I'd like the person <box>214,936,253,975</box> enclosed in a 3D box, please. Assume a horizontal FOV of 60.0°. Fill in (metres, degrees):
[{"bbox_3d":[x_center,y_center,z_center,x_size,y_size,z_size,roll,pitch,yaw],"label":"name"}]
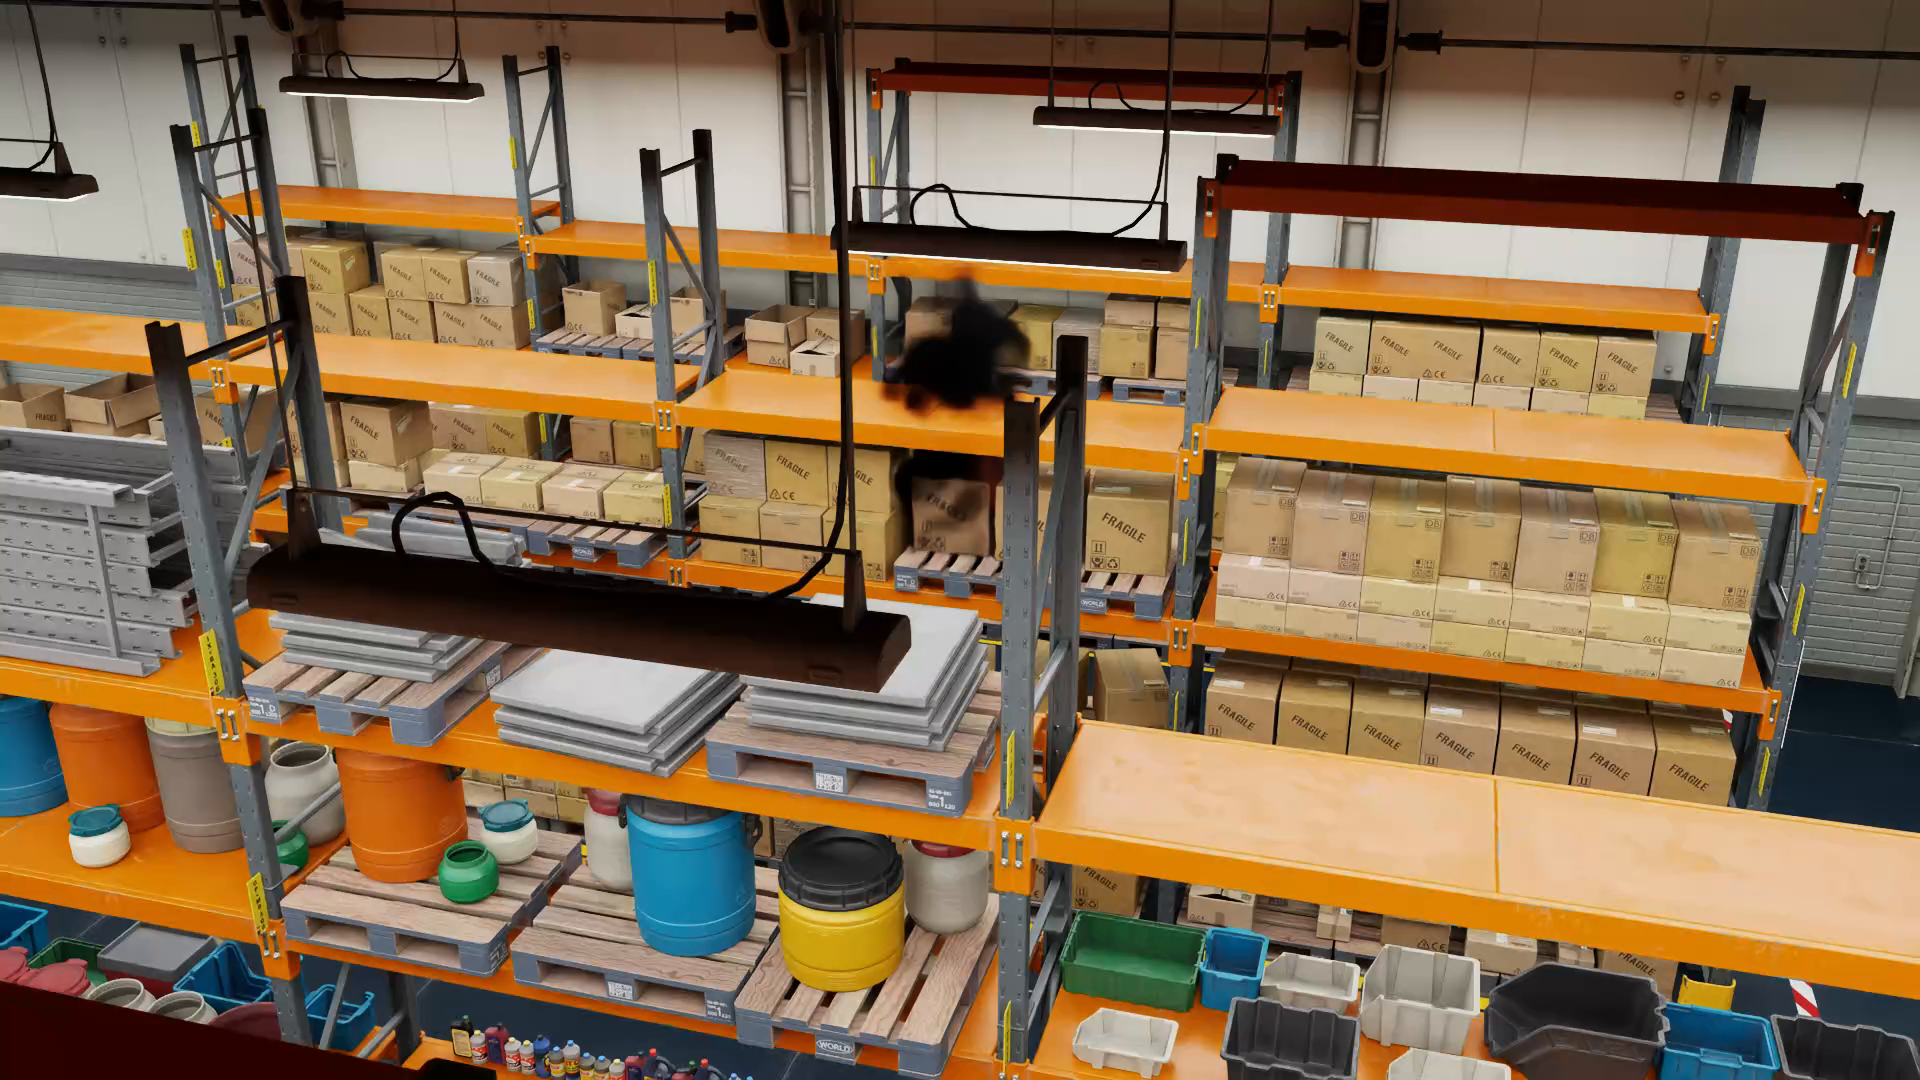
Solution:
[{"bbox_3d":[-5.623,2.685,12.010,0.971,1.731,0.657,7,23,16],"label":"person"}]
